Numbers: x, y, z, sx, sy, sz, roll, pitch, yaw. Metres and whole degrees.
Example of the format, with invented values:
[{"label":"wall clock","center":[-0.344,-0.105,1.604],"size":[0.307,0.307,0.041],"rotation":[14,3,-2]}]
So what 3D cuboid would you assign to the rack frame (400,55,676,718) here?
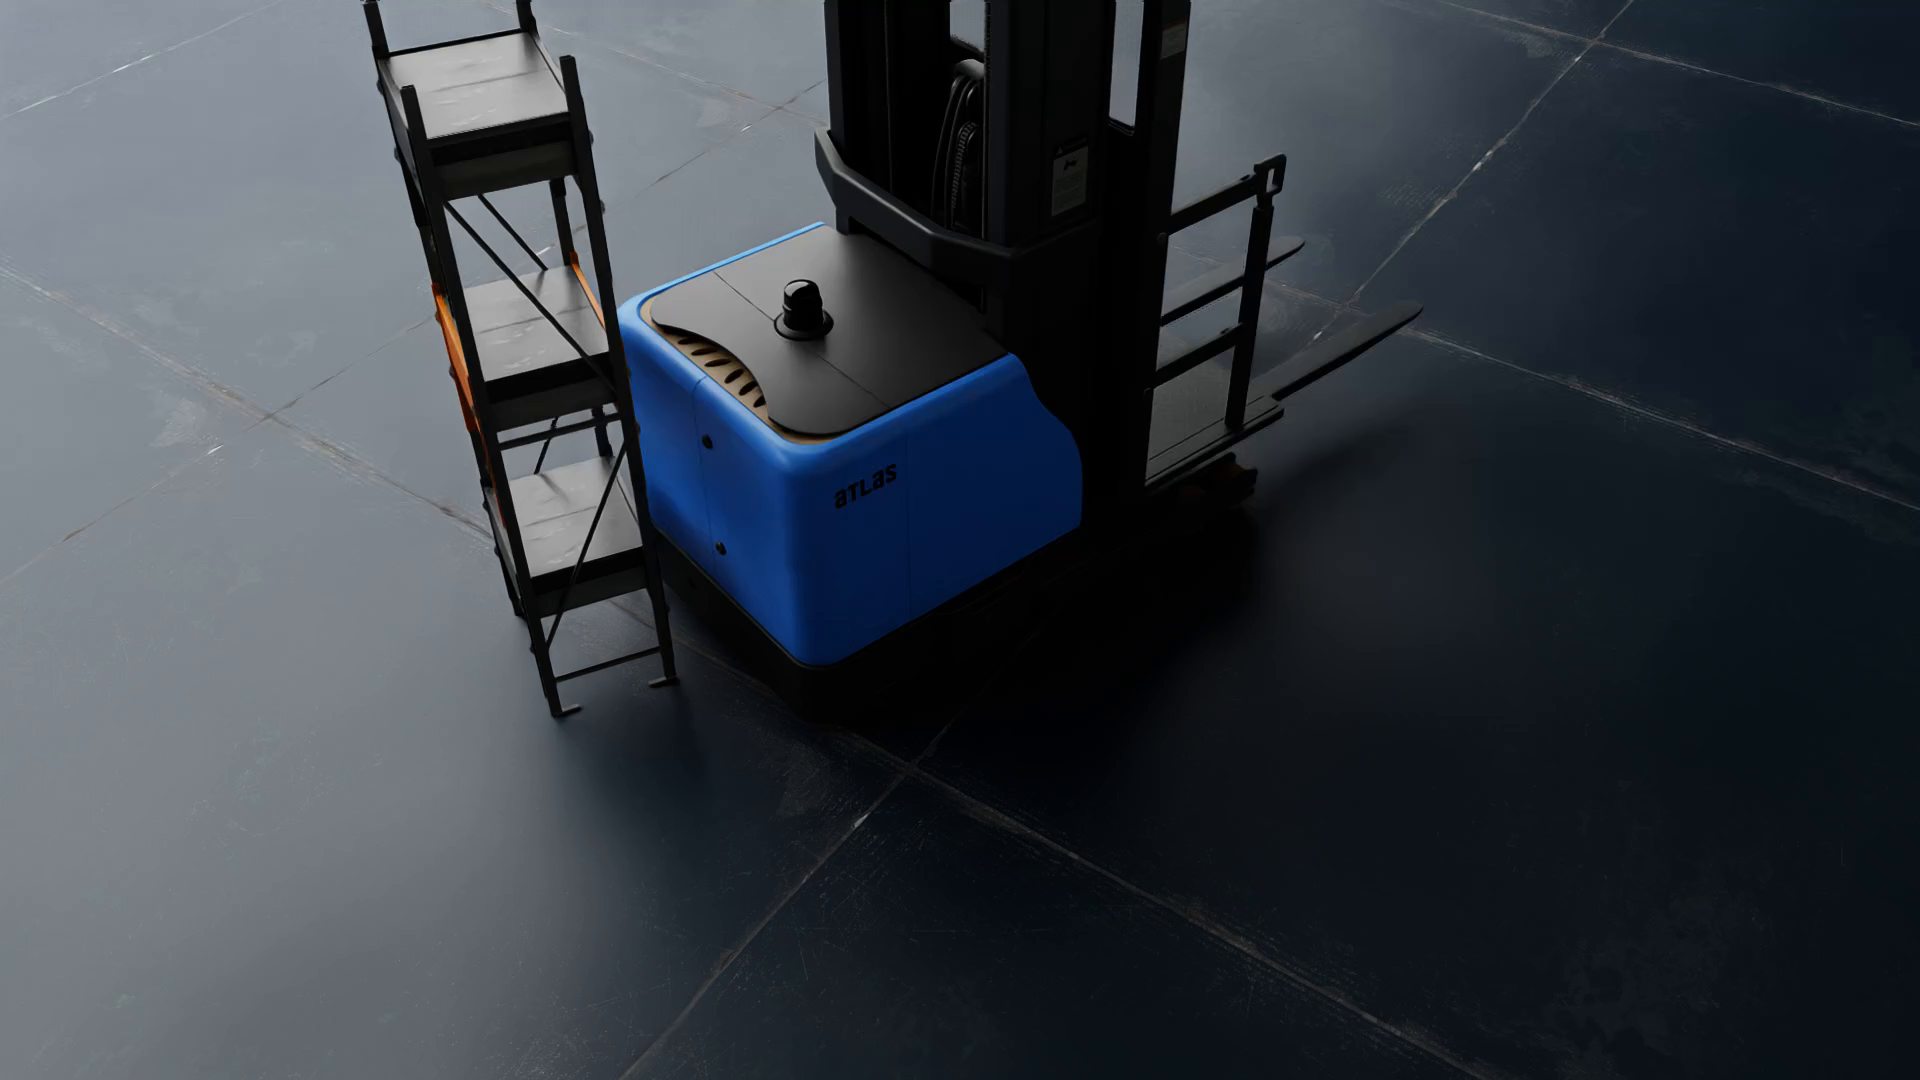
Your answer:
[{"label":"rack frame","center":[-1.078,-0.289,4.498],"size":[0.400,2.100,0.015],"rotation":[-18,45,-19]}]

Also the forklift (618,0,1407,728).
[{"label":"forklift","center":[0.396,-1.376,5.090],"size":[3.031,2.935,1.130],"rotation":[-31,50,-30]}]

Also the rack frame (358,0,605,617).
[{"label":"rack frame","center":[-1.290,-0.585,4.822],"size":[0.400,2.100,0.015],"rotation":[-18,45,-19]}]

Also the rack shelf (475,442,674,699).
[{"label":"rack shelf","center":[-1.187,0.091,5.140],"size":[0.431,0.518,0.480],"rotation":[-18,45,-19]}]

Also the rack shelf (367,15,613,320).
[{"label":"rack shelf","center":[-1.181,-0.944,4.197],"size":[0.431,0.518,0.480],"rotation":[-18,45,-19]}]

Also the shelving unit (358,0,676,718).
[{"label":"shelving unit","center":[-1.184,-0.437,4.660],"size":[0.431,2.100,0.503],"rotation":[-18,45,-19]}]

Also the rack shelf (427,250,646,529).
[{"label":"rack shelf","center":[-1.184,-0.427,4.669],"size":[0.431,0.518,0.480],"rotation":[-18,45,-19]}]
